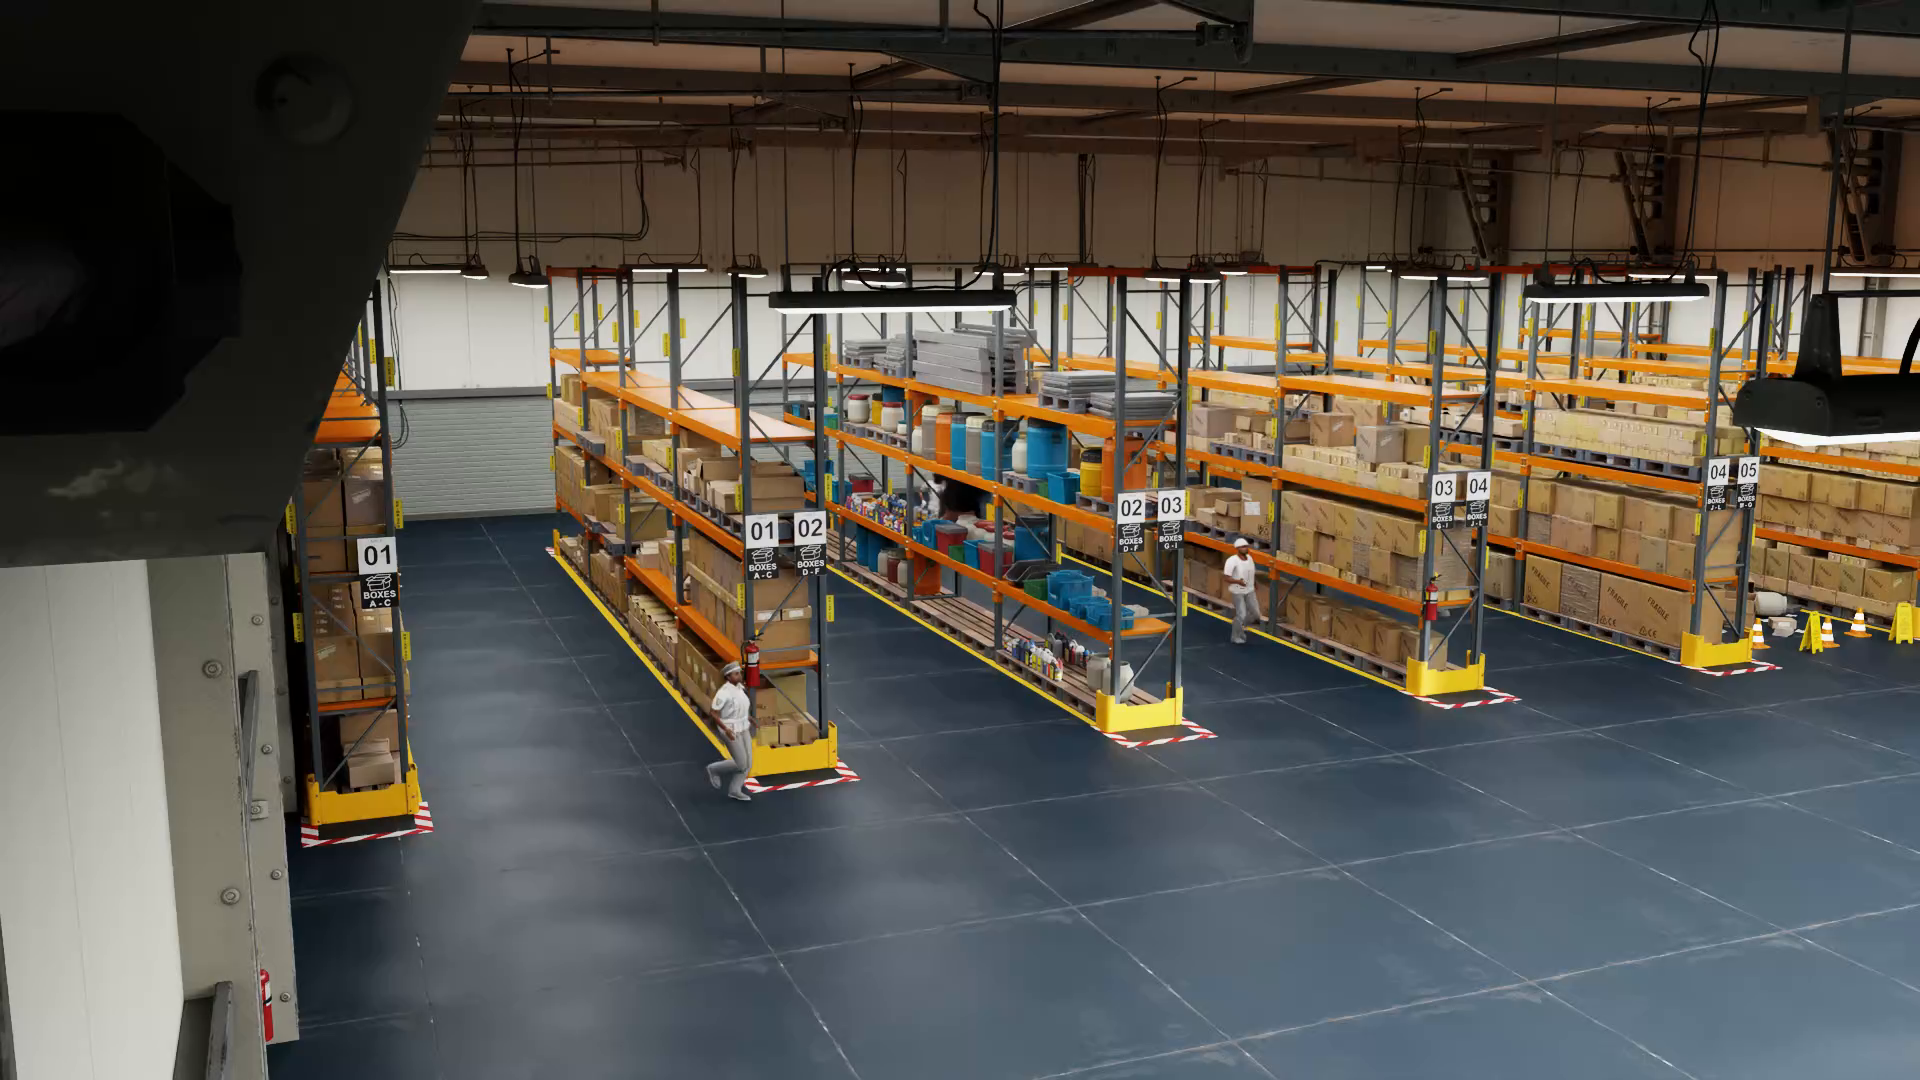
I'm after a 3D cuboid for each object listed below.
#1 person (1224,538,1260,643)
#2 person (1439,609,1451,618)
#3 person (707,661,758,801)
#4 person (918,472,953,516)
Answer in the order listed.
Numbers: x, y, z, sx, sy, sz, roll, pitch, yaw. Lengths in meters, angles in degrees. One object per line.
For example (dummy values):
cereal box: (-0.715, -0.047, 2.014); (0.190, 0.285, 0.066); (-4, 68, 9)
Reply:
person: (4.593, 0.831, 26.829); (0.686, 1.721, 0.593); (-5, 11, -29)
person: (8.478, 0.405, 29.210); (0.650, 1.823, 0.814); (-3, 10, -19)
person: (-2.640, 2.202, 19.304); (0.563, 1.660, 0.568); (5, 11, 25)
person: (-0.466, -0.607, 34.946); (0.663, 1.843, 0.802); (-6, 12, -32)
